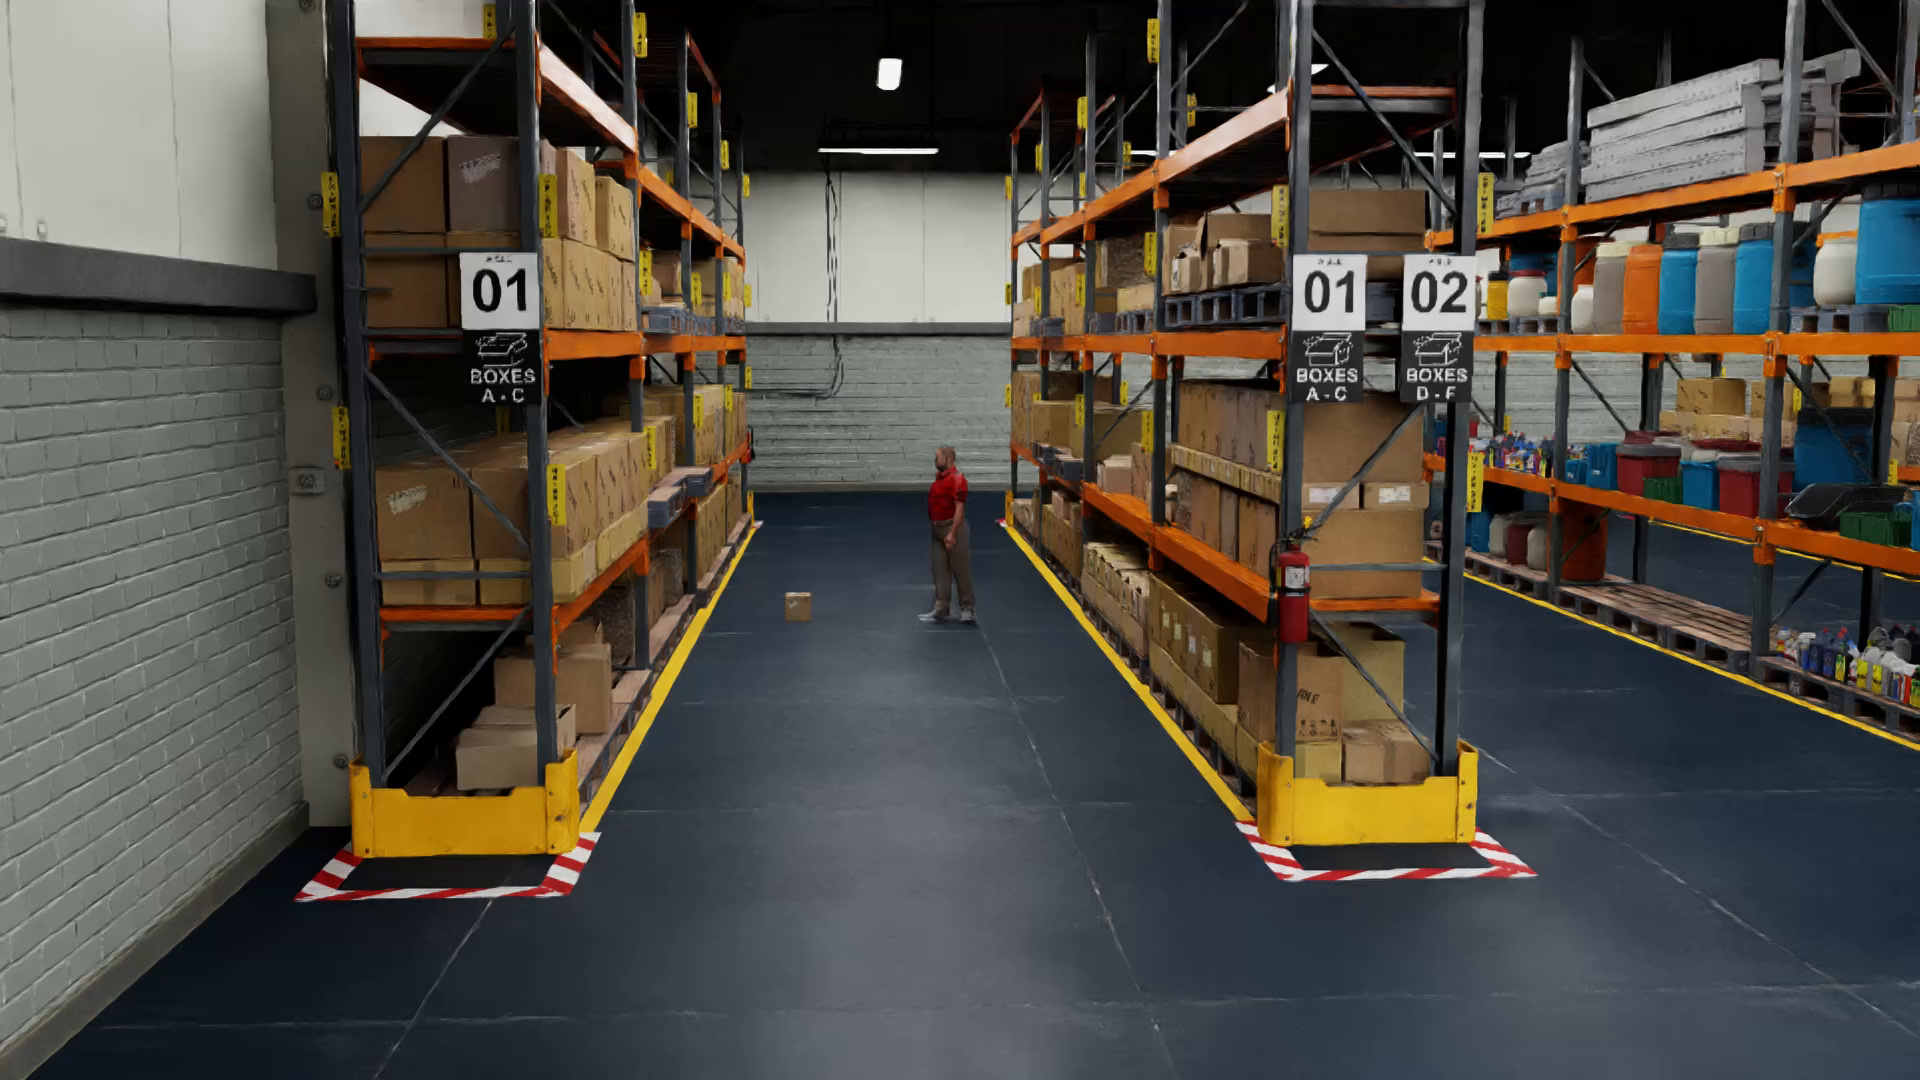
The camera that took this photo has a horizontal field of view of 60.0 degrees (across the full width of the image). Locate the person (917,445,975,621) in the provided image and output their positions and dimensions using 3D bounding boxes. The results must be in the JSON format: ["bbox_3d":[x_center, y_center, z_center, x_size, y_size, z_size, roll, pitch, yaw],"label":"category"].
[{"bbox_3d":[-0.096,-0.058,16.260,0.493,1.740,0.541,-4,8,-31],"label":"person"}]
